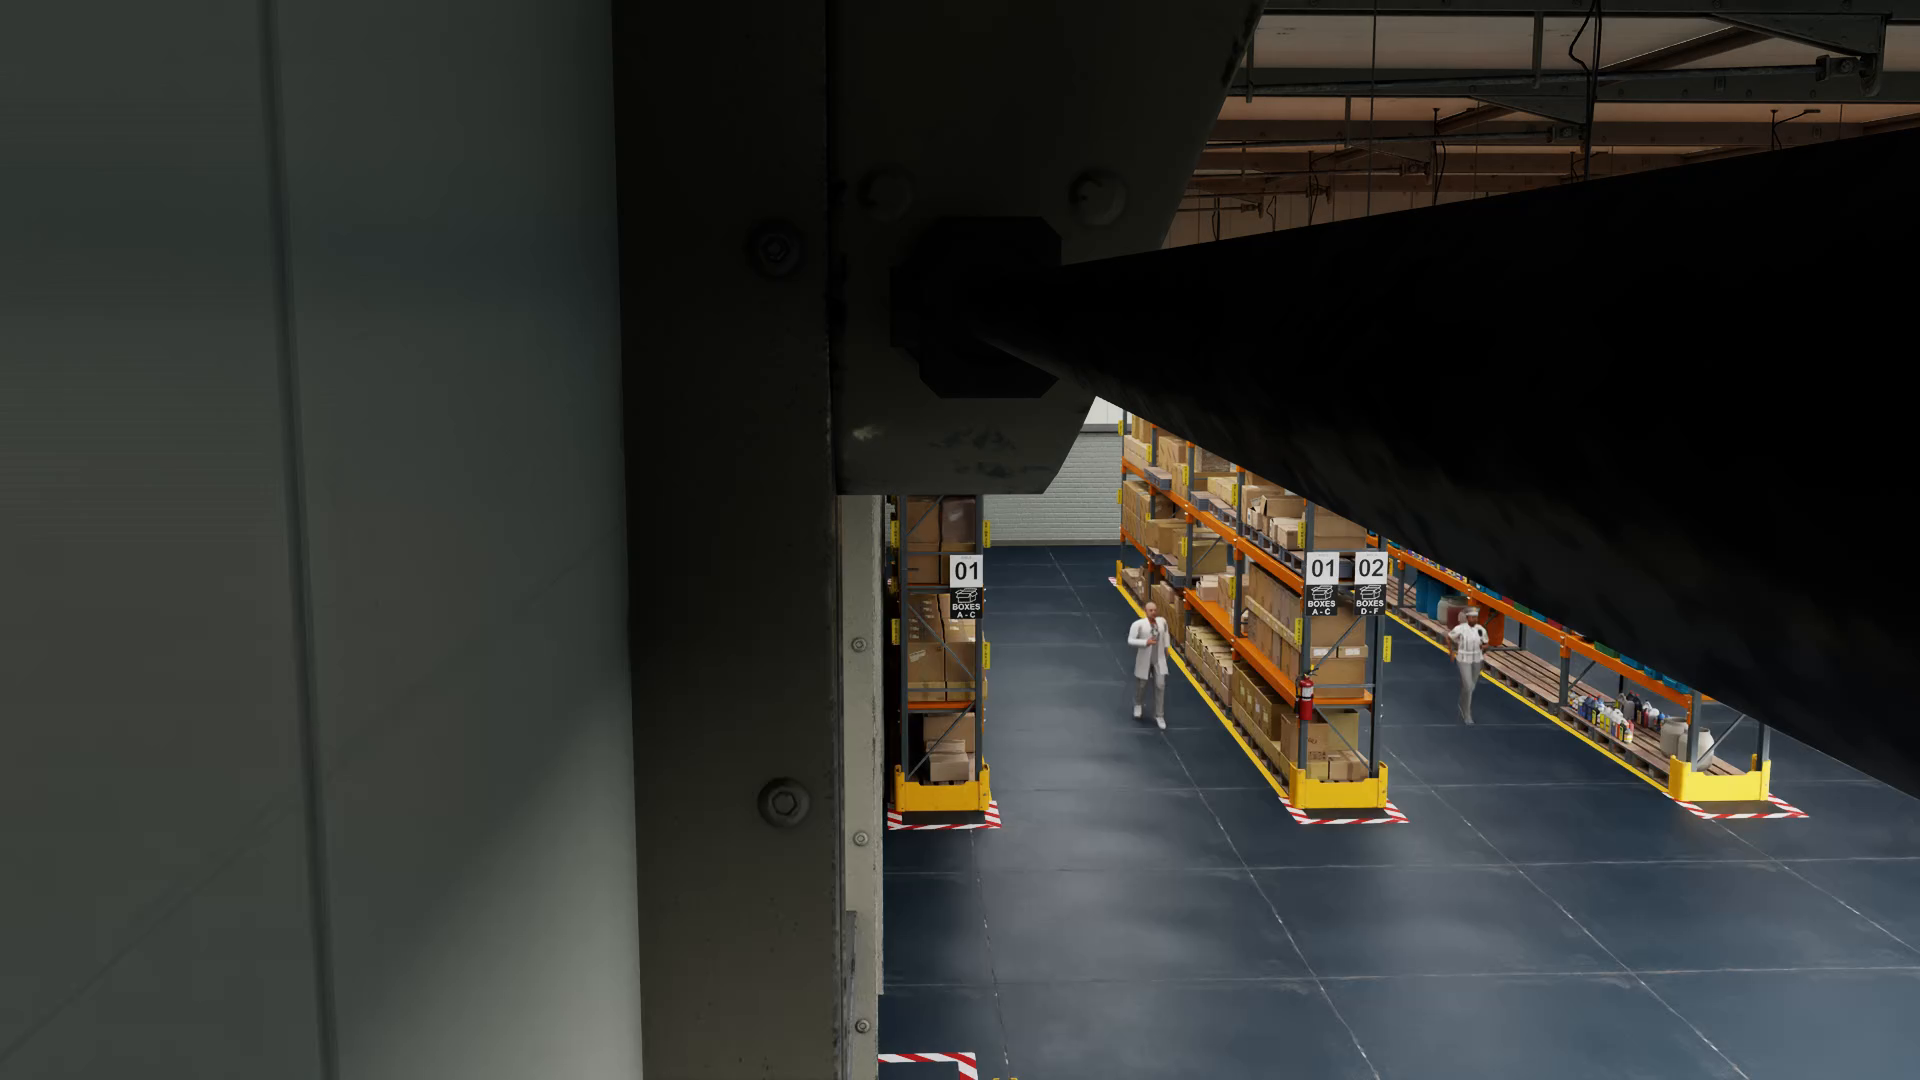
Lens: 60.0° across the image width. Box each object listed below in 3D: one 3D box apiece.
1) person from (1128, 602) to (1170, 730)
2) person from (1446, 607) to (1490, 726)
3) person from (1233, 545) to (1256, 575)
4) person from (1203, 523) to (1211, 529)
[{"bbox_3d":[2.798,1.812,24.615,0.724,1.820,0.967,-2,9,-12],"label":"person"},{"bbox_3d":[7.585,1.851,24.784,0.549,1.755,0.755,-1,9,-10],"label":"person"},{"bbox_3d":[6.065,0.386,34.978,0.603,1.645,0.593,-3,9,-19],"label":"person"},{"bbox_3d":[5.518,0.023,36.928,0.960,1.763,0.739,8,11,42],"label":"person"}]
